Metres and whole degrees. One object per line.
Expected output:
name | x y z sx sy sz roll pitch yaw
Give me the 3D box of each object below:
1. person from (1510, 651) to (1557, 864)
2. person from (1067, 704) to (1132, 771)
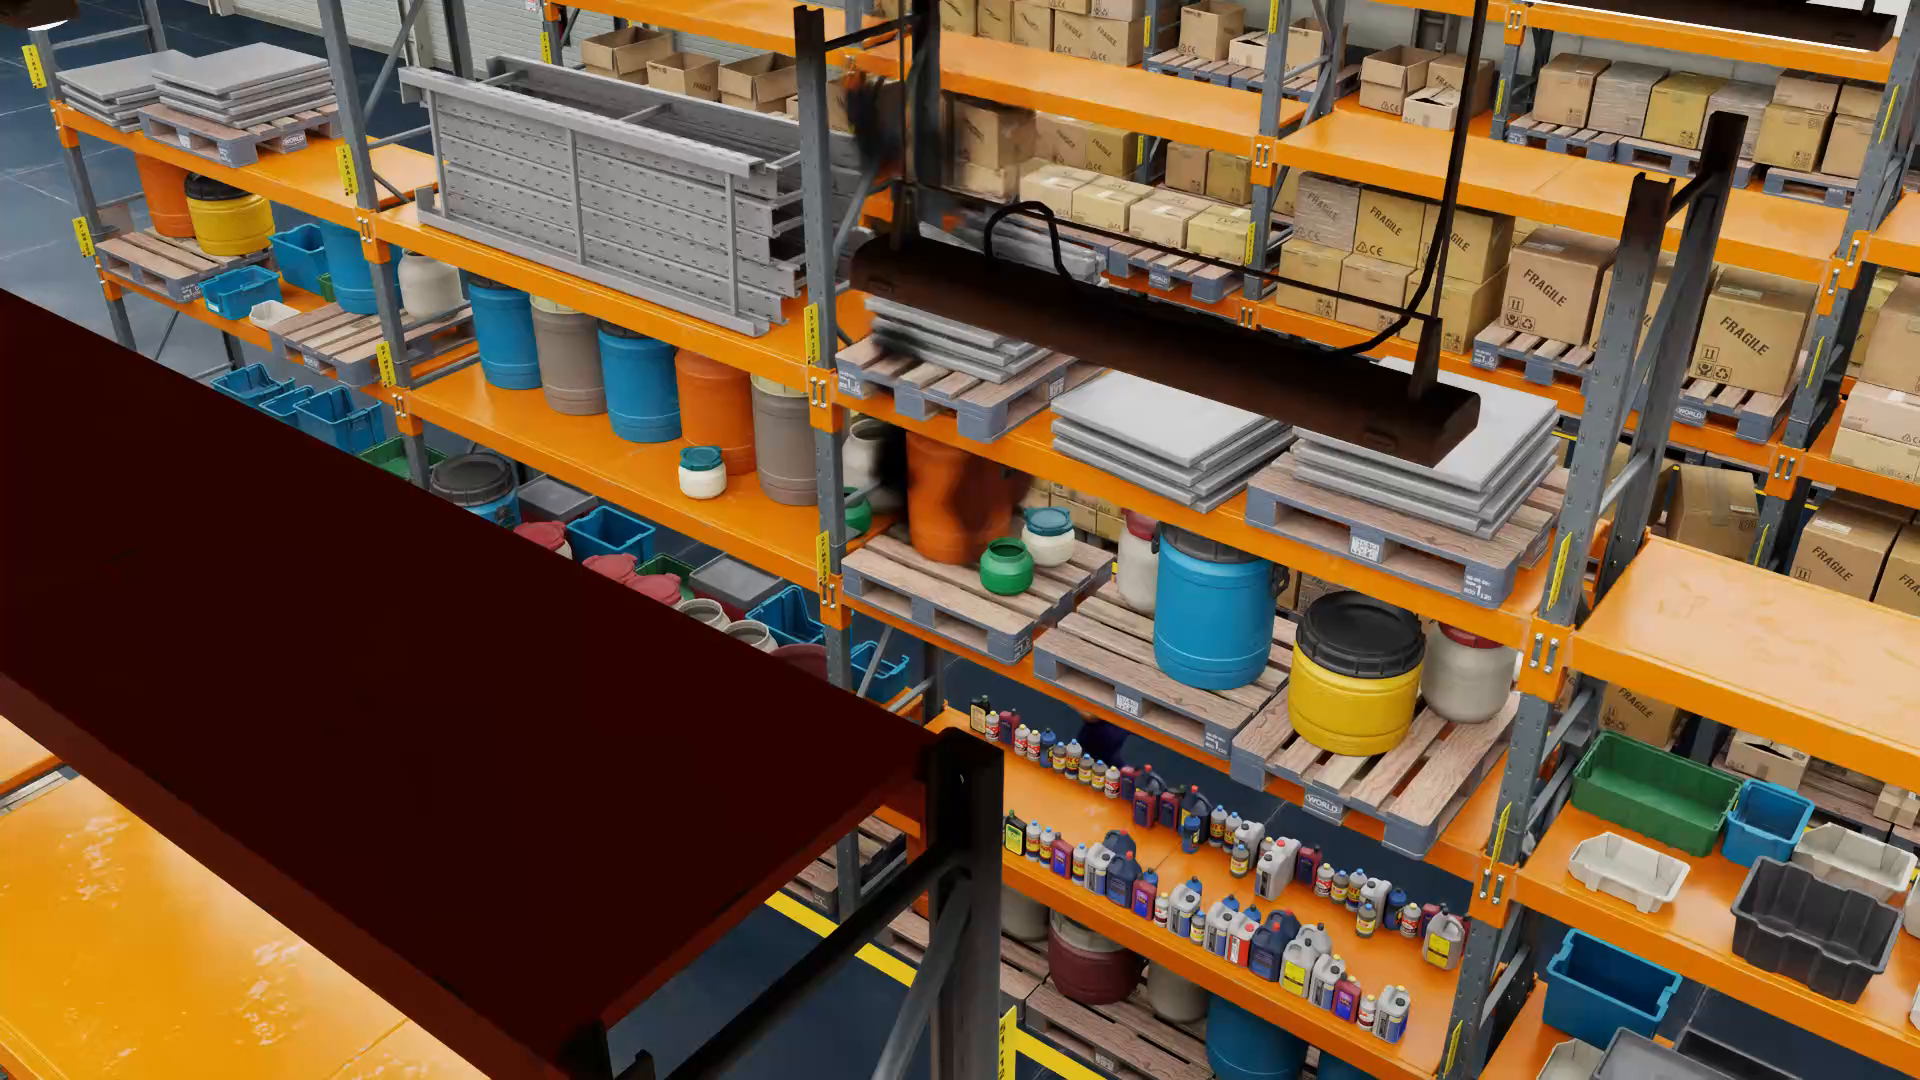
person | 3.633 1.498 11.107 0.916 1.819 0.701 15 35 23
person | 0.996 1.283 11.654 0.537 1.595 0.606 18 36 27
